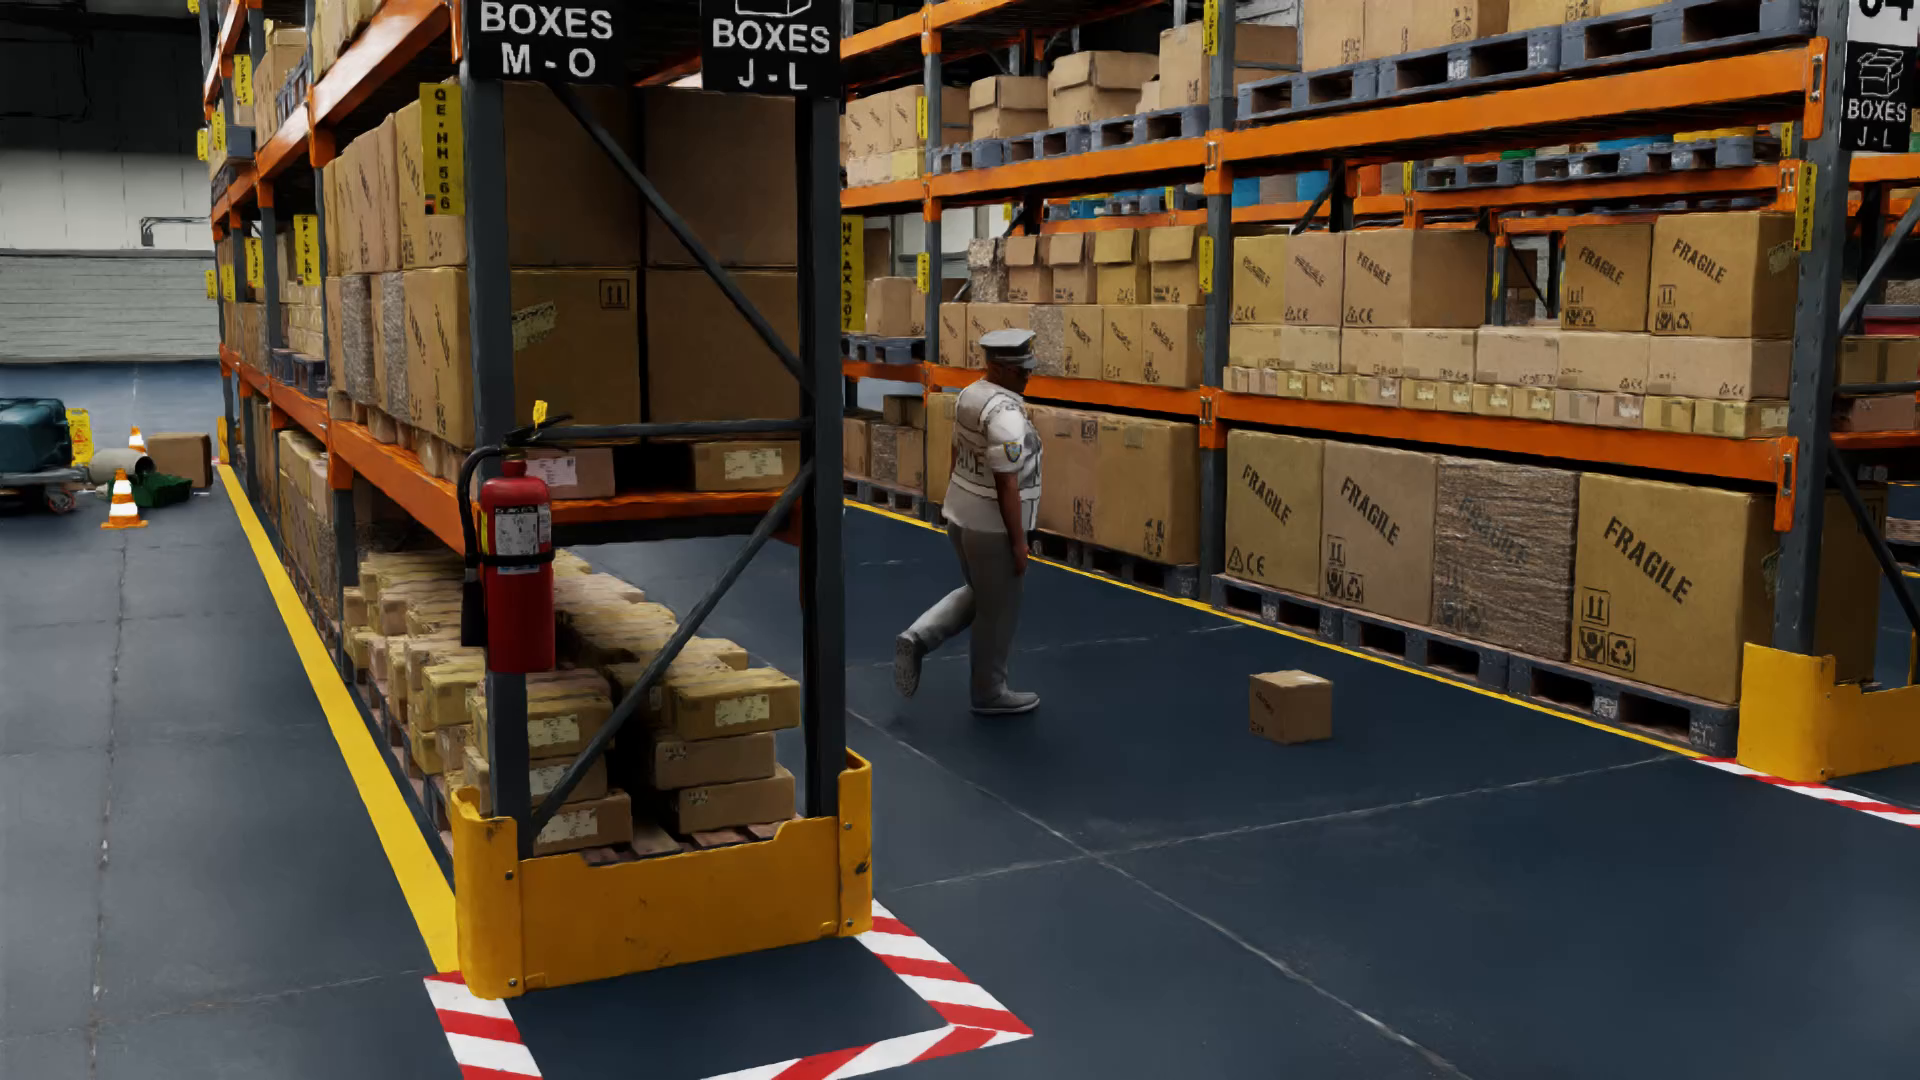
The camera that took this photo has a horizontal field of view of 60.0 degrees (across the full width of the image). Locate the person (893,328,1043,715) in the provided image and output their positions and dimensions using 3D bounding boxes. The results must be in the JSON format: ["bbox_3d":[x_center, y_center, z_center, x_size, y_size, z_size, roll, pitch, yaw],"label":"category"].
[{"bbox_3d":[0.102,-0.056,7.232,0.649,1.717,0.630,-4,9,-24],"label":"person"}]
